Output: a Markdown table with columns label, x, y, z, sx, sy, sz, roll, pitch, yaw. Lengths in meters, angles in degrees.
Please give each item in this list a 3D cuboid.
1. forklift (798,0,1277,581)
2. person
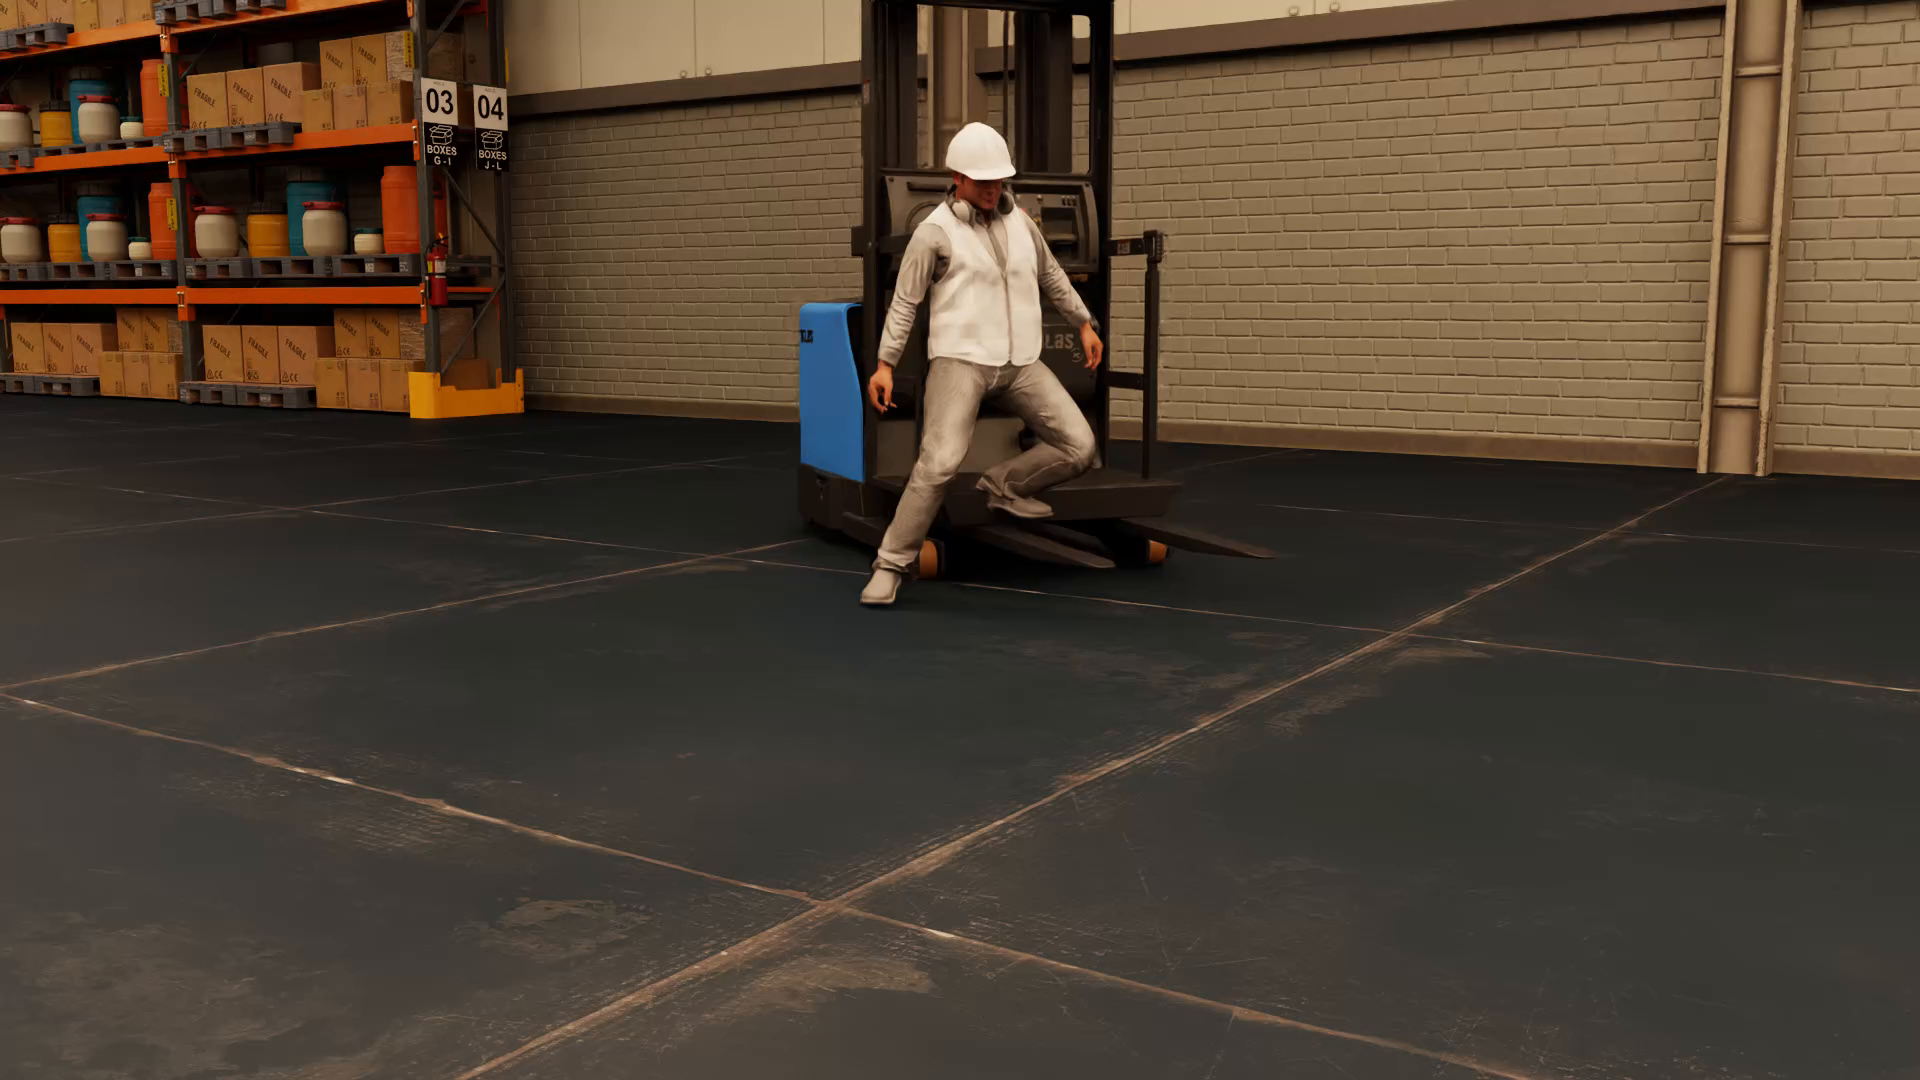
| label | x | y | z | sx | sy | sz | roll | pitch | yaw |
| --- | --- | --- | --- | --- | --- | --- | --- | --- | --- |
| forklift | 0.219 | -1.357 | 6.736 | 1.130 | 2.935 | 3.031 | -3 | 9 | -21 |
| person | 0.077 | -0.646 | 6.066 | 1.043 | 1.697 | 0.486 | -5 | 9 | -31 |
